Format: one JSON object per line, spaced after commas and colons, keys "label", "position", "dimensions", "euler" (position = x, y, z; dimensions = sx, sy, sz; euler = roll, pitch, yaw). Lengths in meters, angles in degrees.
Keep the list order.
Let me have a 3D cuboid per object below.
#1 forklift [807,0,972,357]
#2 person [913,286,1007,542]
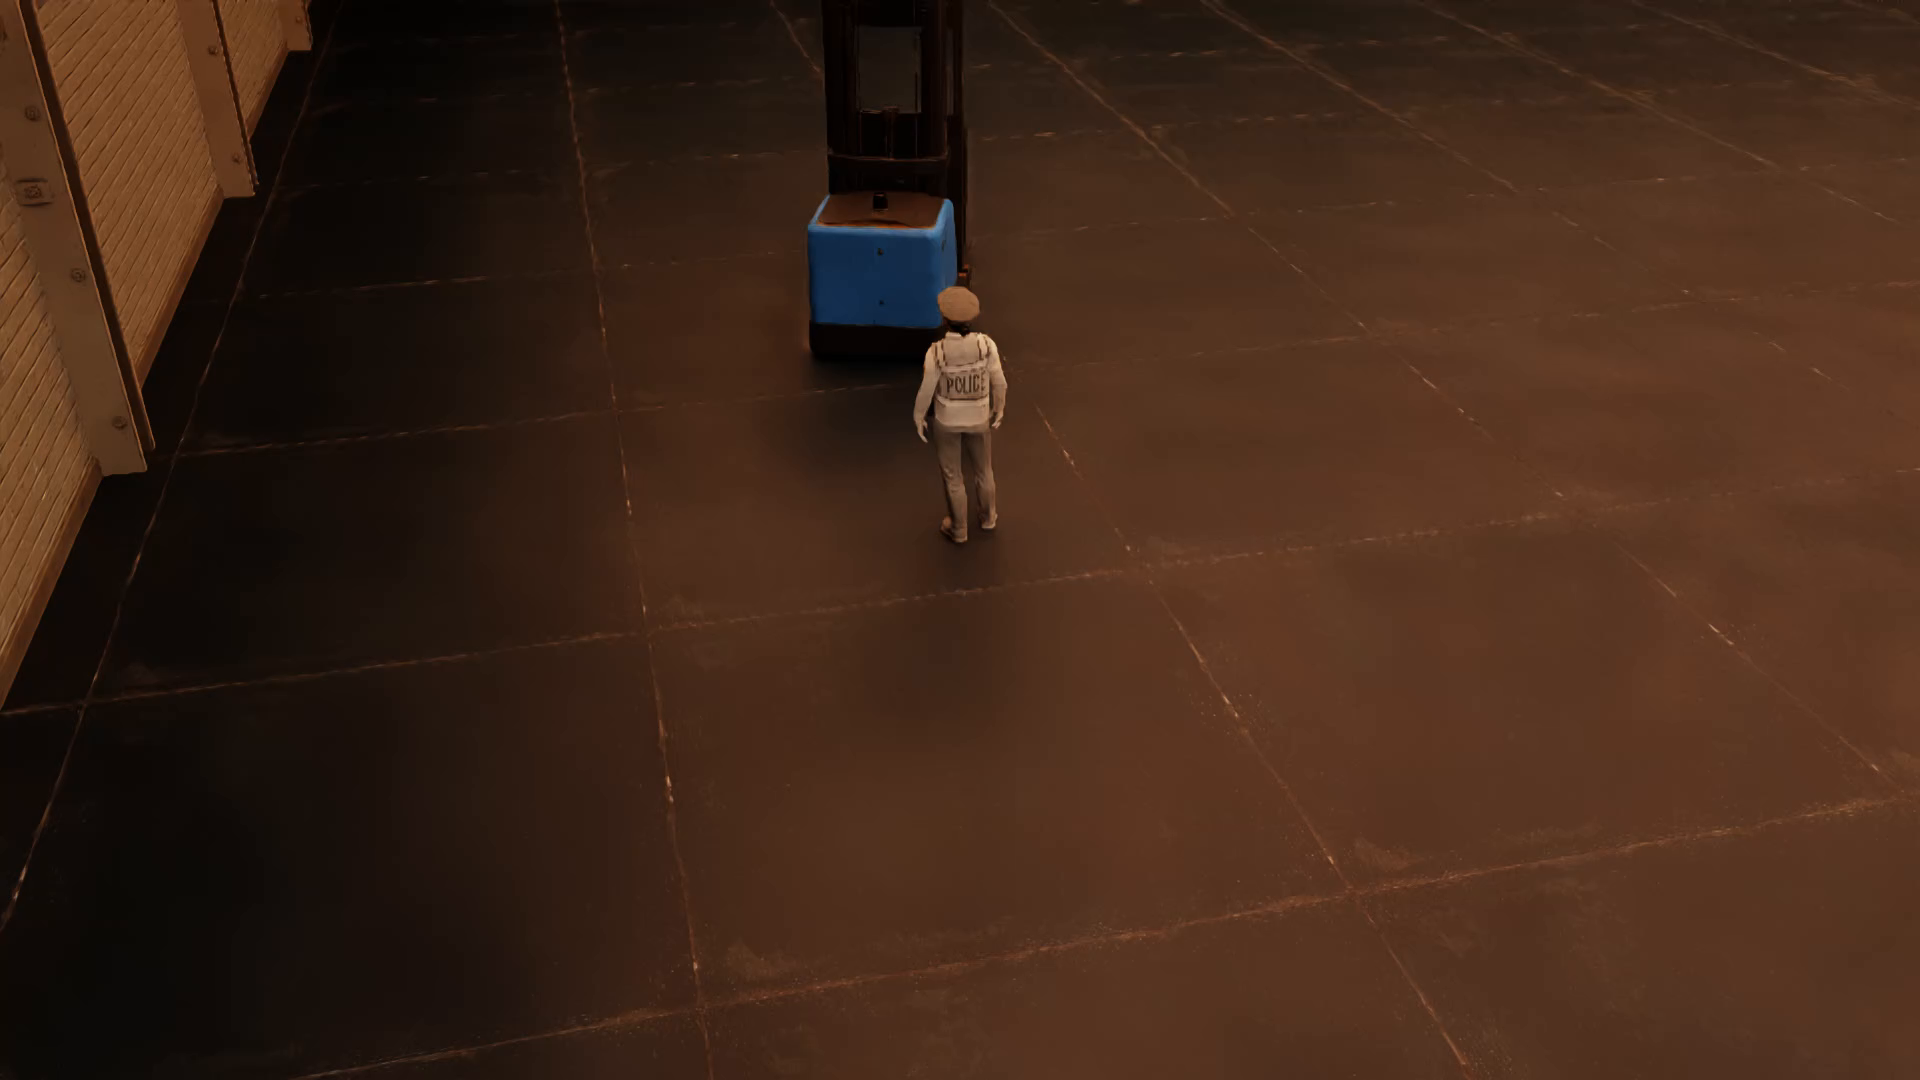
{"label": "forklift", "position": [-0.485, -3.389, 13.428], "dimensions": [1.130, 2.935, 3.031], "euler": [3, 30, 6]}
{"label": "person", "position": [-0.009, -0.774, 10.130], "dimensions": [0.586, 1.695, 0.533], "euler": [-7, 31, -12]}
